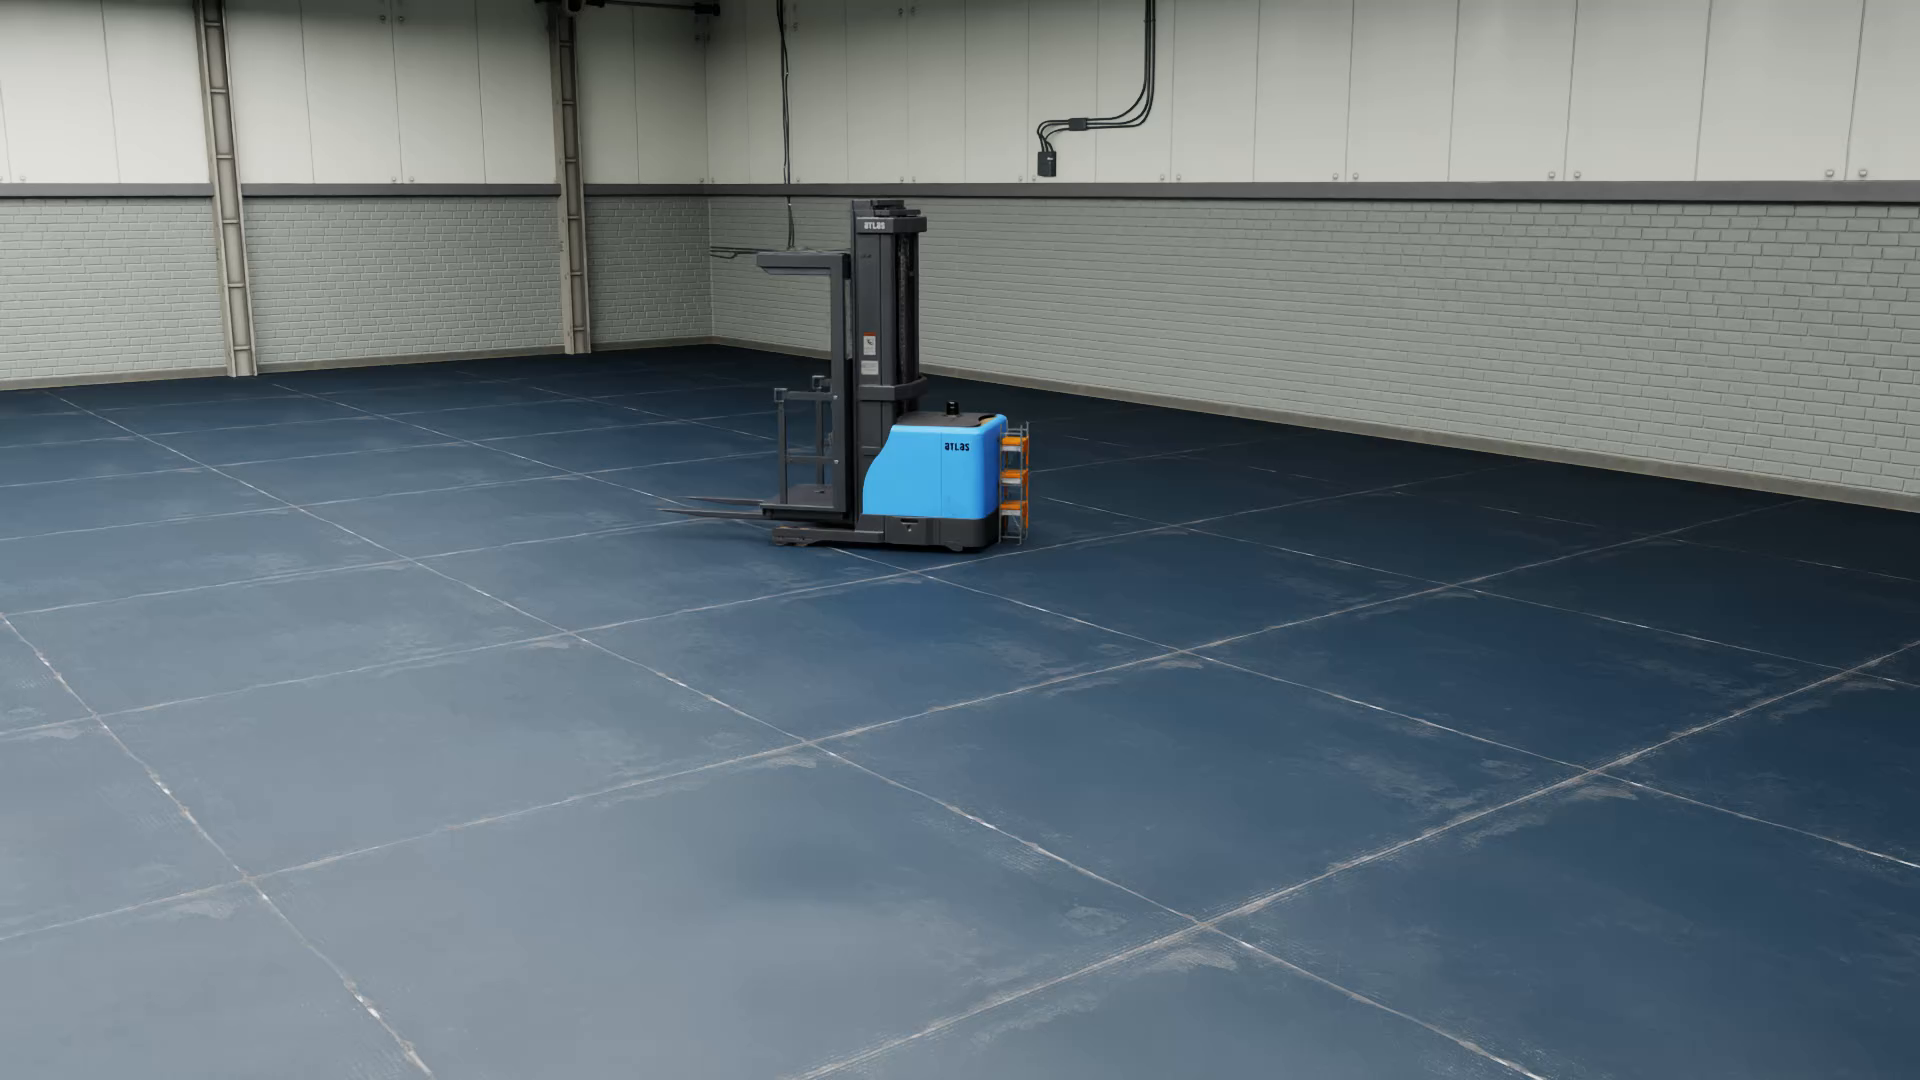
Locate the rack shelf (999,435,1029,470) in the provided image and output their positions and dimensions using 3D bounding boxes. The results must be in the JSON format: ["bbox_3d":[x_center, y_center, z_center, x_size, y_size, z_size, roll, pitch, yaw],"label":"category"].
[{"bbox_3d":[0.466,-0.760,14.366,0.215,0.259,0.240,3,12,14],"label":"rack shelf"}]

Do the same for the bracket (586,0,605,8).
[{"bbox_3d":[-6.598,-9.652,29.754,0.430,0.232,0.235,-9,15,-38],"label":"bracket"}]

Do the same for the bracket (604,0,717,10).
[{"bbox_3d":[-5.209,-9.883,30.841,3.189,0.066,0.076,-9,15,-38],"label":"bracket"}]

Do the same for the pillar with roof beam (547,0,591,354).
[{"bbox_3d":[-4.454,-7.197,26.857,0.548,9.000,9.100,-9,15,-38],"label":"pillar with roof beam"}]

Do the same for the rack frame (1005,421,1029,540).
[{"bbox_3d":[0.495,-0.518,14.539,0.200,1.050,0.008,3,12,14],"label":"rack frame"}]

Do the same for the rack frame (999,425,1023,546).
[{"bbox_3d":[0.436,-0.469,14.308,0.200,1.050,0.008,3,12,14],"label":"rack frame"}]

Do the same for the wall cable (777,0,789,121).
[{"bbox_3d":[-2.327,-8.576,28.667,0.112,2.526,3.097,-9,15,-38],"label":"wall cable"}]

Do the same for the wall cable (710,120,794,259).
[{"bbox_3d":[-4.017,-6.544,31.258,0.112,2.526,3.097,-9,15,-38],"label":"wall cable"}]

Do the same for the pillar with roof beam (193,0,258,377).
[{"bbox_3d":[-9.140,-6.418,23.191,0.400,9.000,9.100,-9,15,-38],"label":"pillar with roof beam"}]

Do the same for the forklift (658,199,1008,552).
[{"bbox_3d":[-1.145,-1.478,14.535,3.031,2.935,1.130,3,12,14],"label":"forklift"}]

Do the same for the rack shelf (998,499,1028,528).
[{"bbox_3d":[0.465,-0.211,14.483,0.215,0.259,0.240,3,12,14],"label":"rack shelf"}]

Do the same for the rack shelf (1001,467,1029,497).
[{"bbox_3d":[0.466,-0.483,14.426,0.215,0.259,0.240,3,12,14],"label":"rack shelf"}]

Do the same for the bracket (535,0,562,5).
[{"bbox_3d":[-7.246,-9.545,29.247,0.430,0.232,0.235,-9,15,-38],"label":"bracket"}]

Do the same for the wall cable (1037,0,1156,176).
[{"bbox_3d":[1.901,-8.185,23.322,0.169,6.003,2.305,-9,15,-38],"label":"wall cable"}]

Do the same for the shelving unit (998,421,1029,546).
[{"bbox_3d":[0.466,-0.493,14.423,0.215,1.050,0.252,3,12,14],"label":"shelving unit"}]

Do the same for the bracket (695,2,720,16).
[{"bbox_3d":[-4.747,-9.960,31.202,0.430,0.232,0.235,-9,15,-38],"label":"bracket"}]
